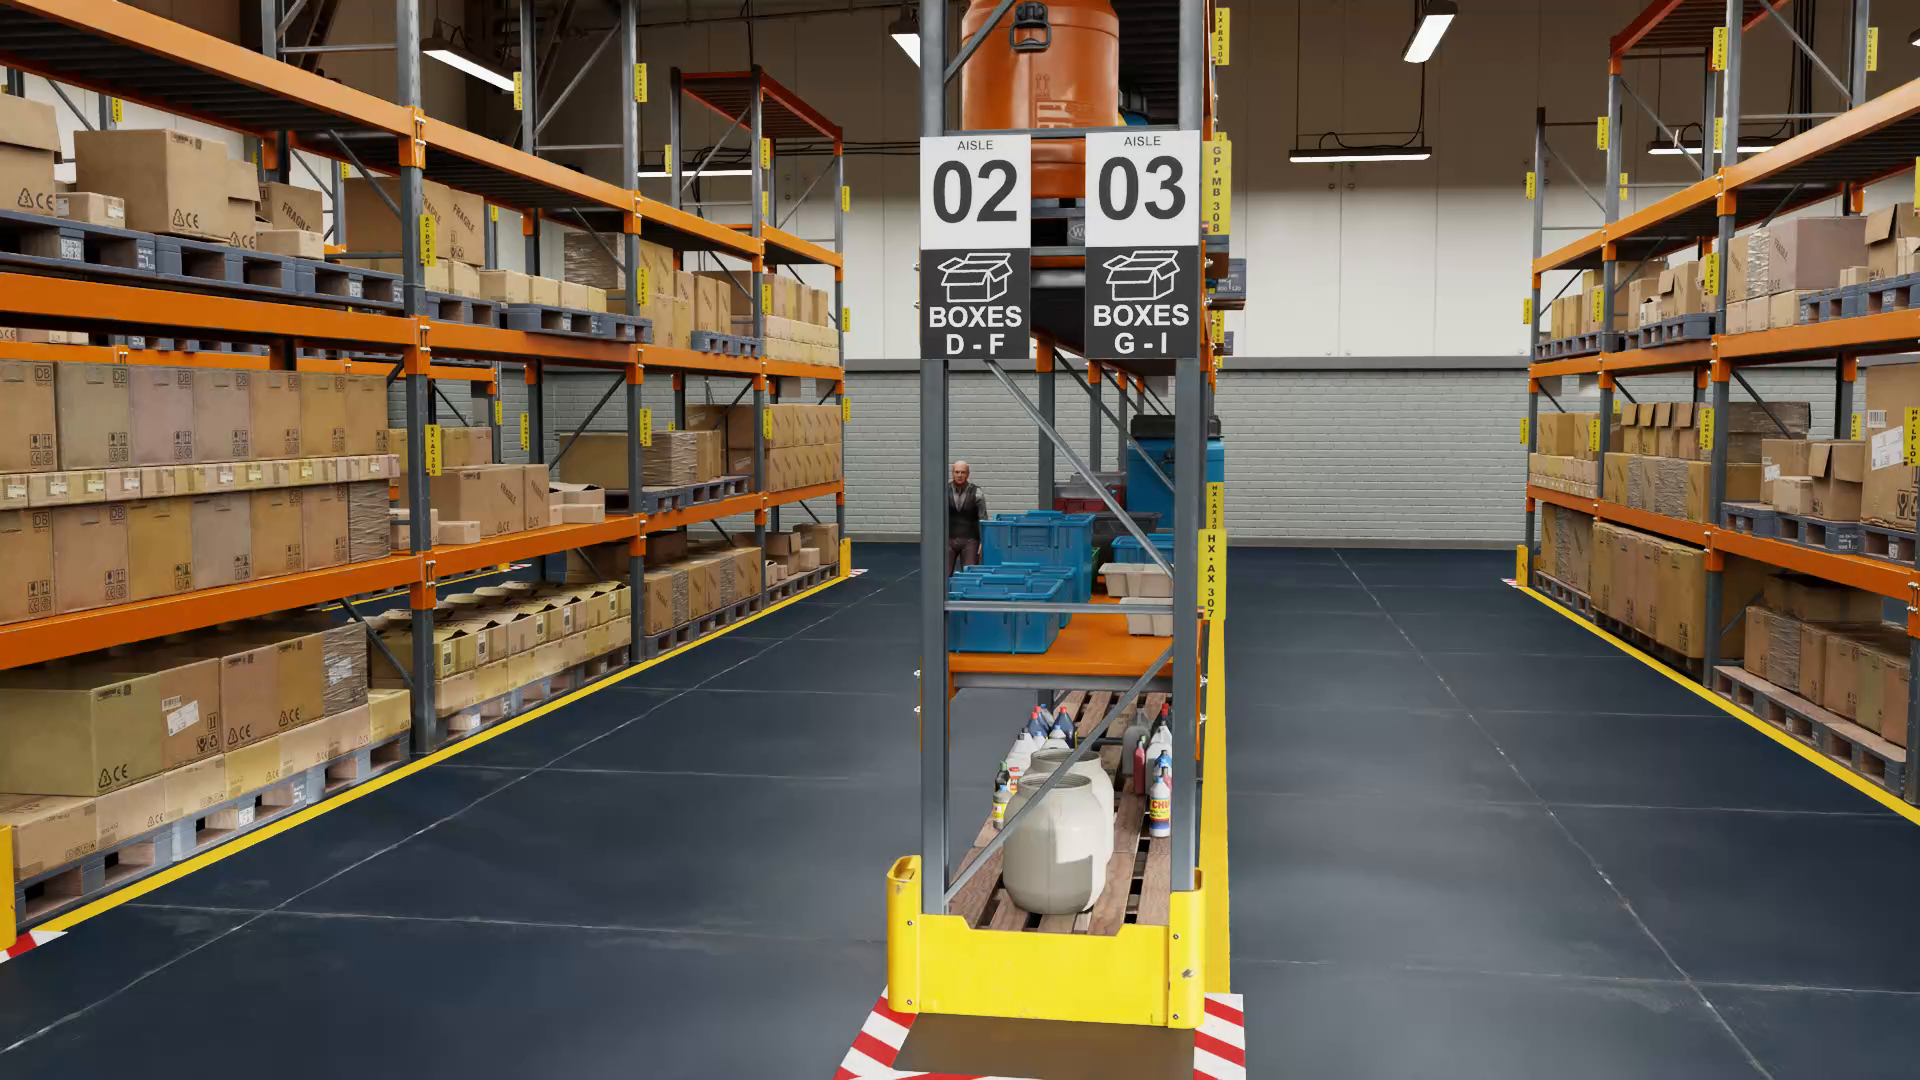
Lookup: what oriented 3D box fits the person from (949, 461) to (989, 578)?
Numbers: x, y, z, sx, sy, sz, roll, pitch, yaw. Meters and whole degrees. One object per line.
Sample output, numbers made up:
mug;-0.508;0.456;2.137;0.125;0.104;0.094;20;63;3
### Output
person;-0.005;0.050;16.965;0.593;1.722;0.414;0;4;6
